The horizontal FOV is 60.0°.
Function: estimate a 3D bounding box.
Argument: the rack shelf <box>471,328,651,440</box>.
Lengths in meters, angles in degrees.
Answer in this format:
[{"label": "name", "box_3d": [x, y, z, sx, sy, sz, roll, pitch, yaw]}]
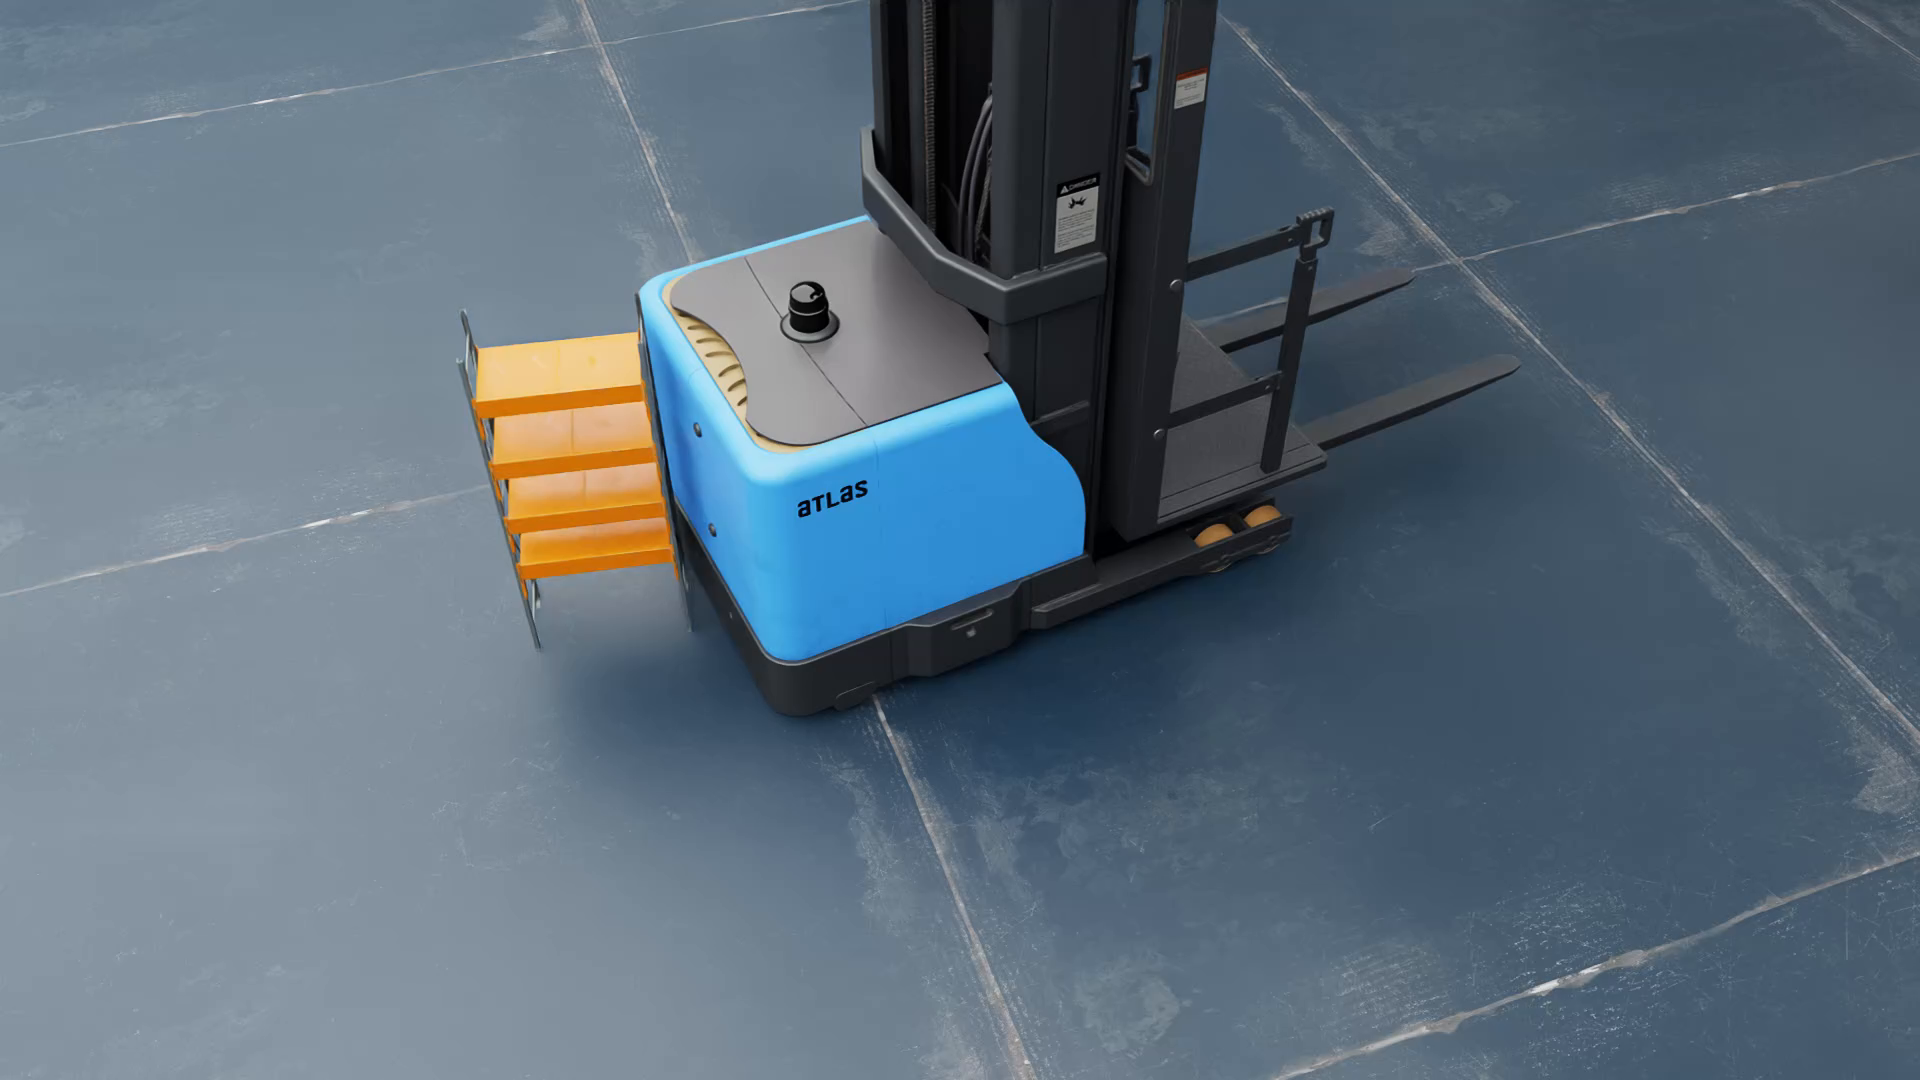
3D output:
[{"label": "rack shelf", "box_3d": [-1.147, -0.452, 4.799, 0.480, 0.148, 0.258, -7, 46, -7]}]

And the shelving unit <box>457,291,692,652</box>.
[{"label": "shelving unit", "box_3d": [-1.147, -0.175, 5.077, 0.503, 1.200, 0.258, -7, 46, -7]}]

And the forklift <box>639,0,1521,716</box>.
[{"label": "forklift", "box_3d": [0.558, -1.239, 4.915, 3.031, 2.935, 1.130, -20, 48, -19]}]

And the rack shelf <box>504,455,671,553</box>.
[{"label": "rack shelf", "box_3d": [-1.147, -0.127, 5.125, 0.480, 0.148, 0.258, -7, 46, -7]}]

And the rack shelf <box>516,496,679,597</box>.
[{"label": "rack shelf", "box_3d": [-1.147, 0.013, 5.265, 0.480, 0.148, 0.258, -7, 46, -7]}]

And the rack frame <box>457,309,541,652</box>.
[{"label": "rack frame", "box_3d": [-1.387, -0.145, 5.048, 0.015, 1.200, 0.240, -7, 46, -7]}]

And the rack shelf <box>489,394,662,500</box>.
[{"label": "rack shelf", "box_3d": [-1.147, -0.285, 4.966, 0.480, 0.148, 0.258, -7, 46, -7]}]

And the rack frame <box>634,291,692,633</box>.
[{"label": "rack frame", "box_3d": [-0.906, -0.204, 5.107, 0.015, 1.200, 0.240, -7, 46, -7]}]
